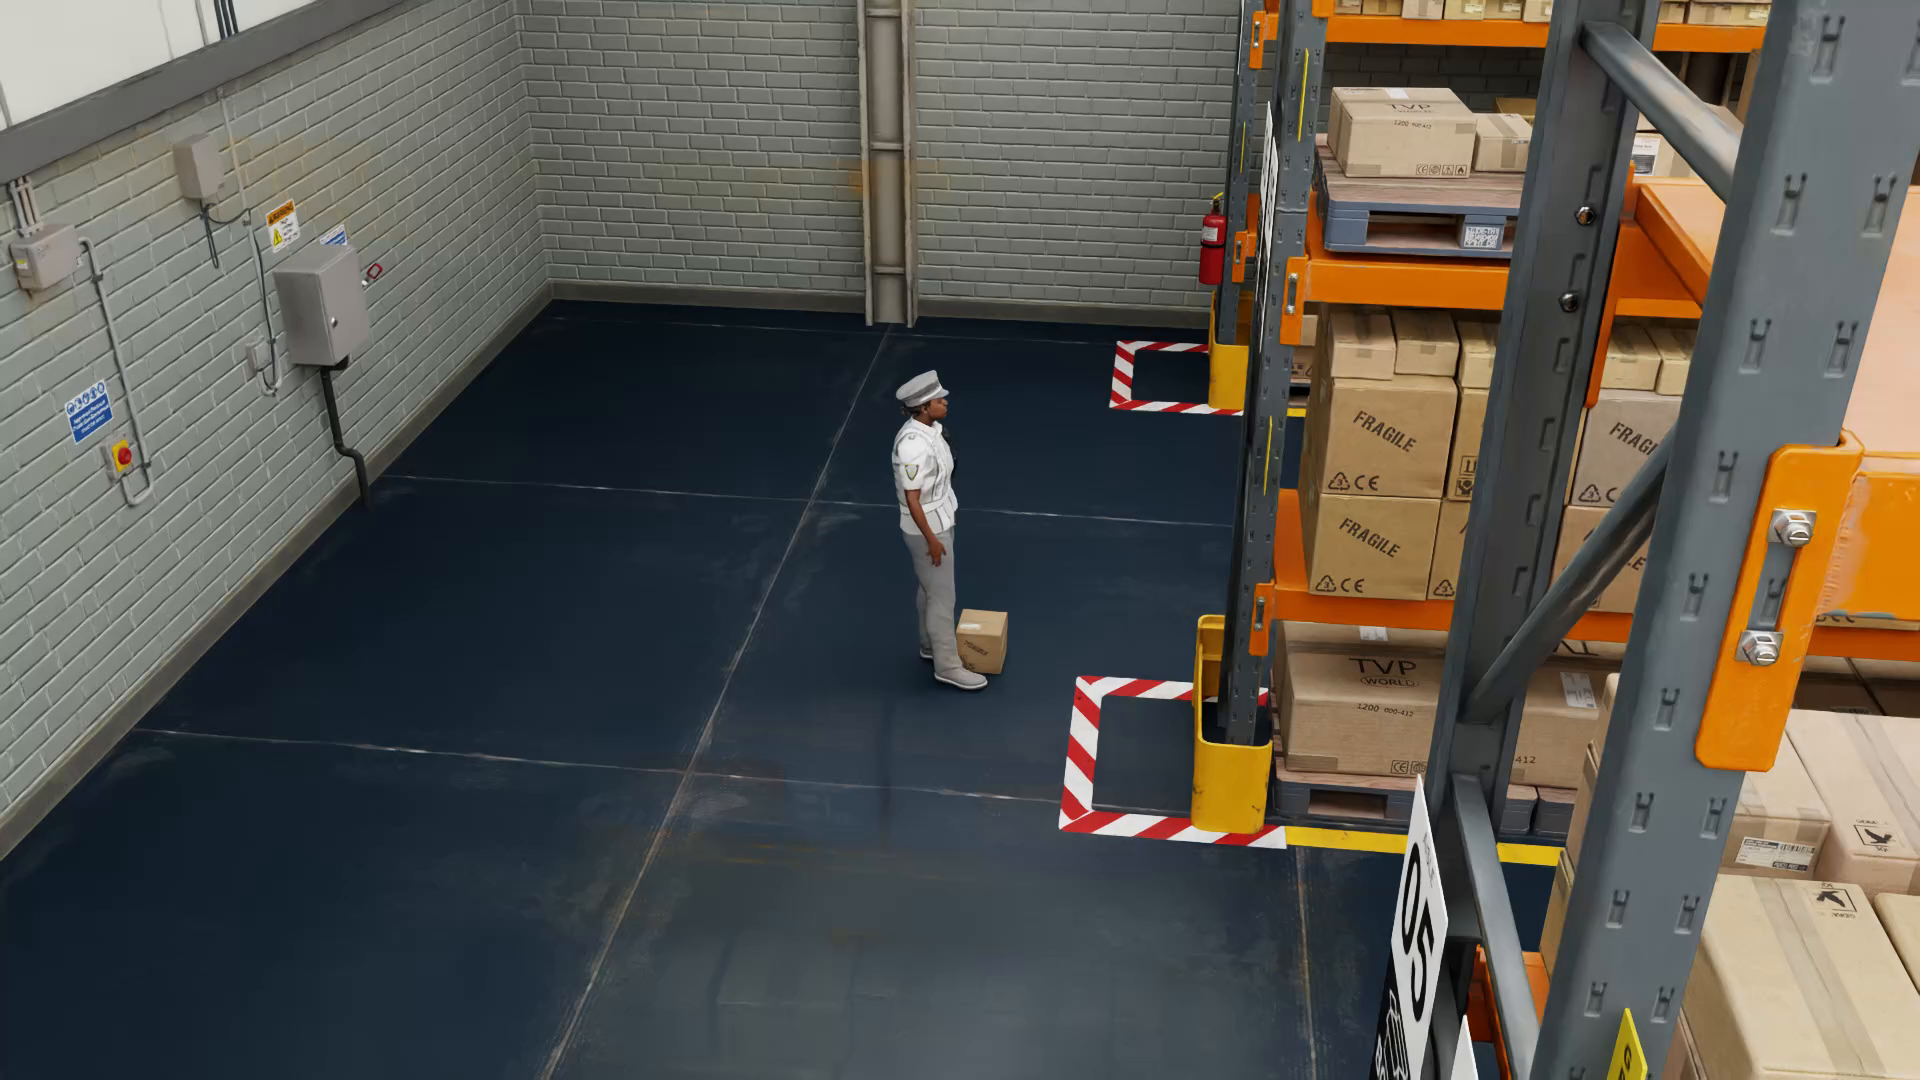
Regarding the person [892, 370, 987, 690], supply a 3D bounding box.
[{"bbox_3d":[-0.087,-0.077,8.813,0.529,1.694,0.569,3,29,6],"label":"person"}]
